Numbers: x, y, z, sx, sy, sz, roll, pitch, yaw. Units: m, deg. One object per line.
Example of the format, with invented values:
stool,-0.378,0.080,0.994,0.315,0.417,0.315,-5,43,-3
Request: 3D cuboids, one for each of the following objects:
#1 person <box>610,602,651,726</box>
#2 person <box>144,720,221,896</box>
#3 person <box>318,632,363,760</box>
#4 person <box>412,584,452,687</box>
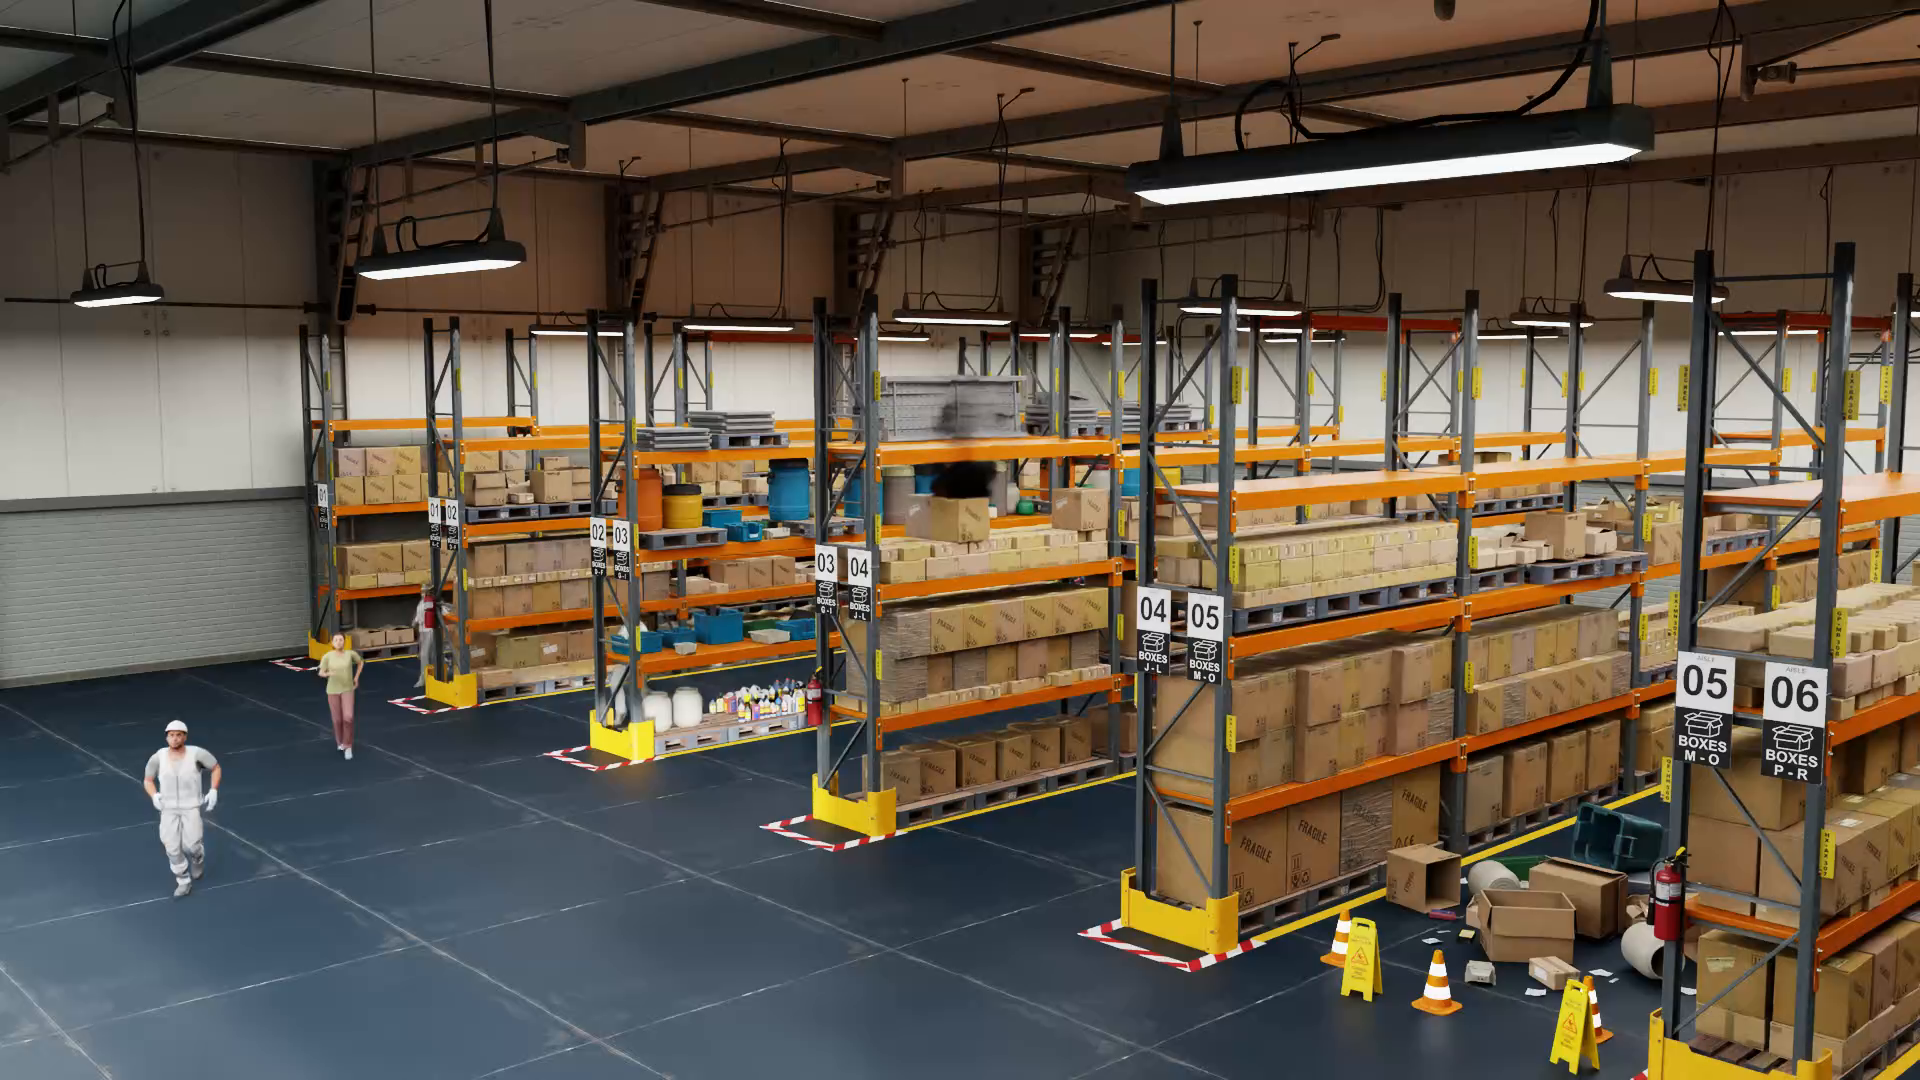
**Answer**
person,-4.819,1.829,24.440,0.638,1.850,0.788,4,7,37
person,-7.685,2.642,16.434,0.690,1.746,0.619,-2,6,-17
person,-8.320,2.082,22.360,0.558,1.714,0.668,-2,6,-16
person,-8.796,1.558,27.659,0.658,1.688,0.794,4,7,36
